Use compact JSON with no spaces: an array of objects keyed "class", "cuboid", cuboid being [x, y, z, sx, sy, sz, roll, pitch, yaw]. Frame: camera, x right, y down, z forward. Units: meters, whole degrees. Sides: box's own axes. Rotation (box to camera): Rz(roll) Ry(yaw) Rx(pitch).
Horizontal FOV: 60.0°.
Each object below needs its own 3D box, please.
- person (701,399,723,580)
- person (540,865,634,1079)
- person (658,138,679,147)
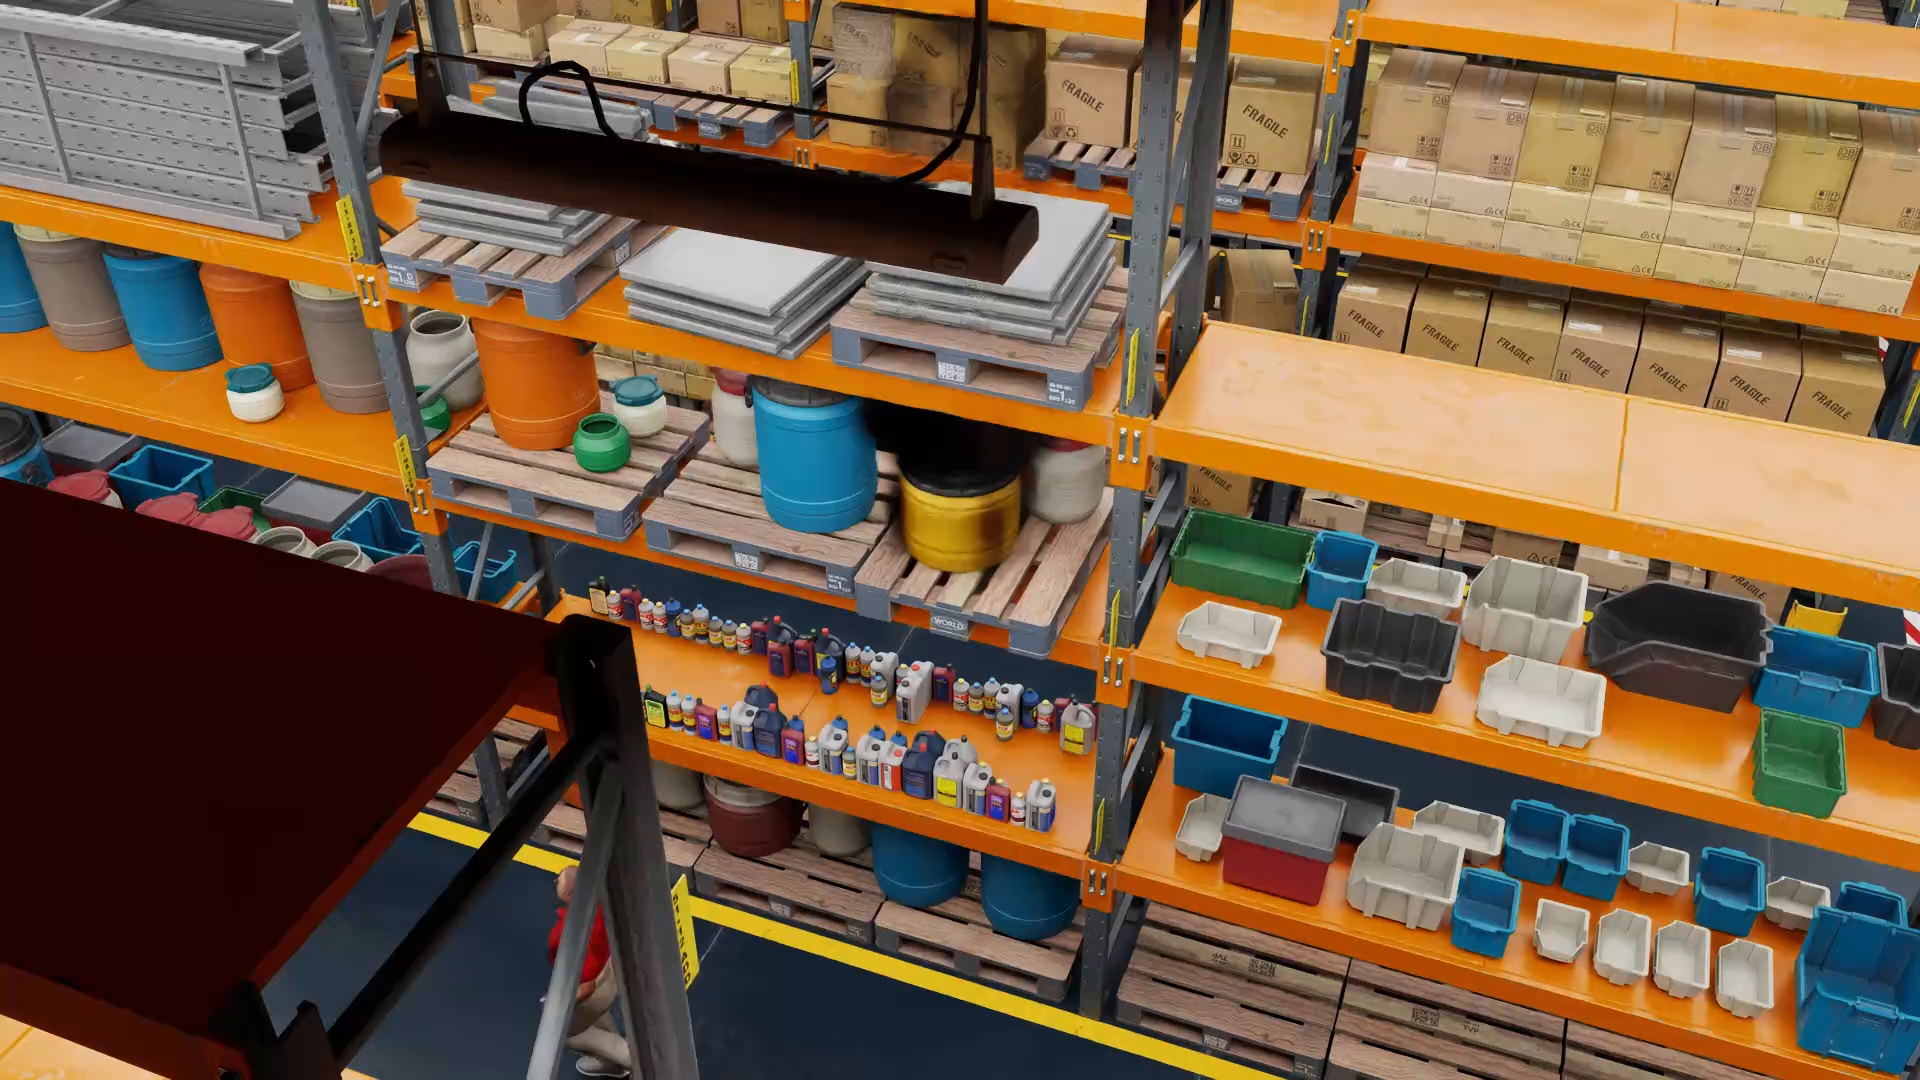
[{"class":"person","cuboid":[-1.446,-0.335,12.542,1.003,1.625,0.616,6,37,8]},{"class":"person","cuboid":[-1.926,2.335,8.844,0.603,1.688,0.665,9,37,12]},{"class":"person","cuboid":[-2.982,-3.661,16.935,0.692,1.648,0.584,6,37,8]}]
